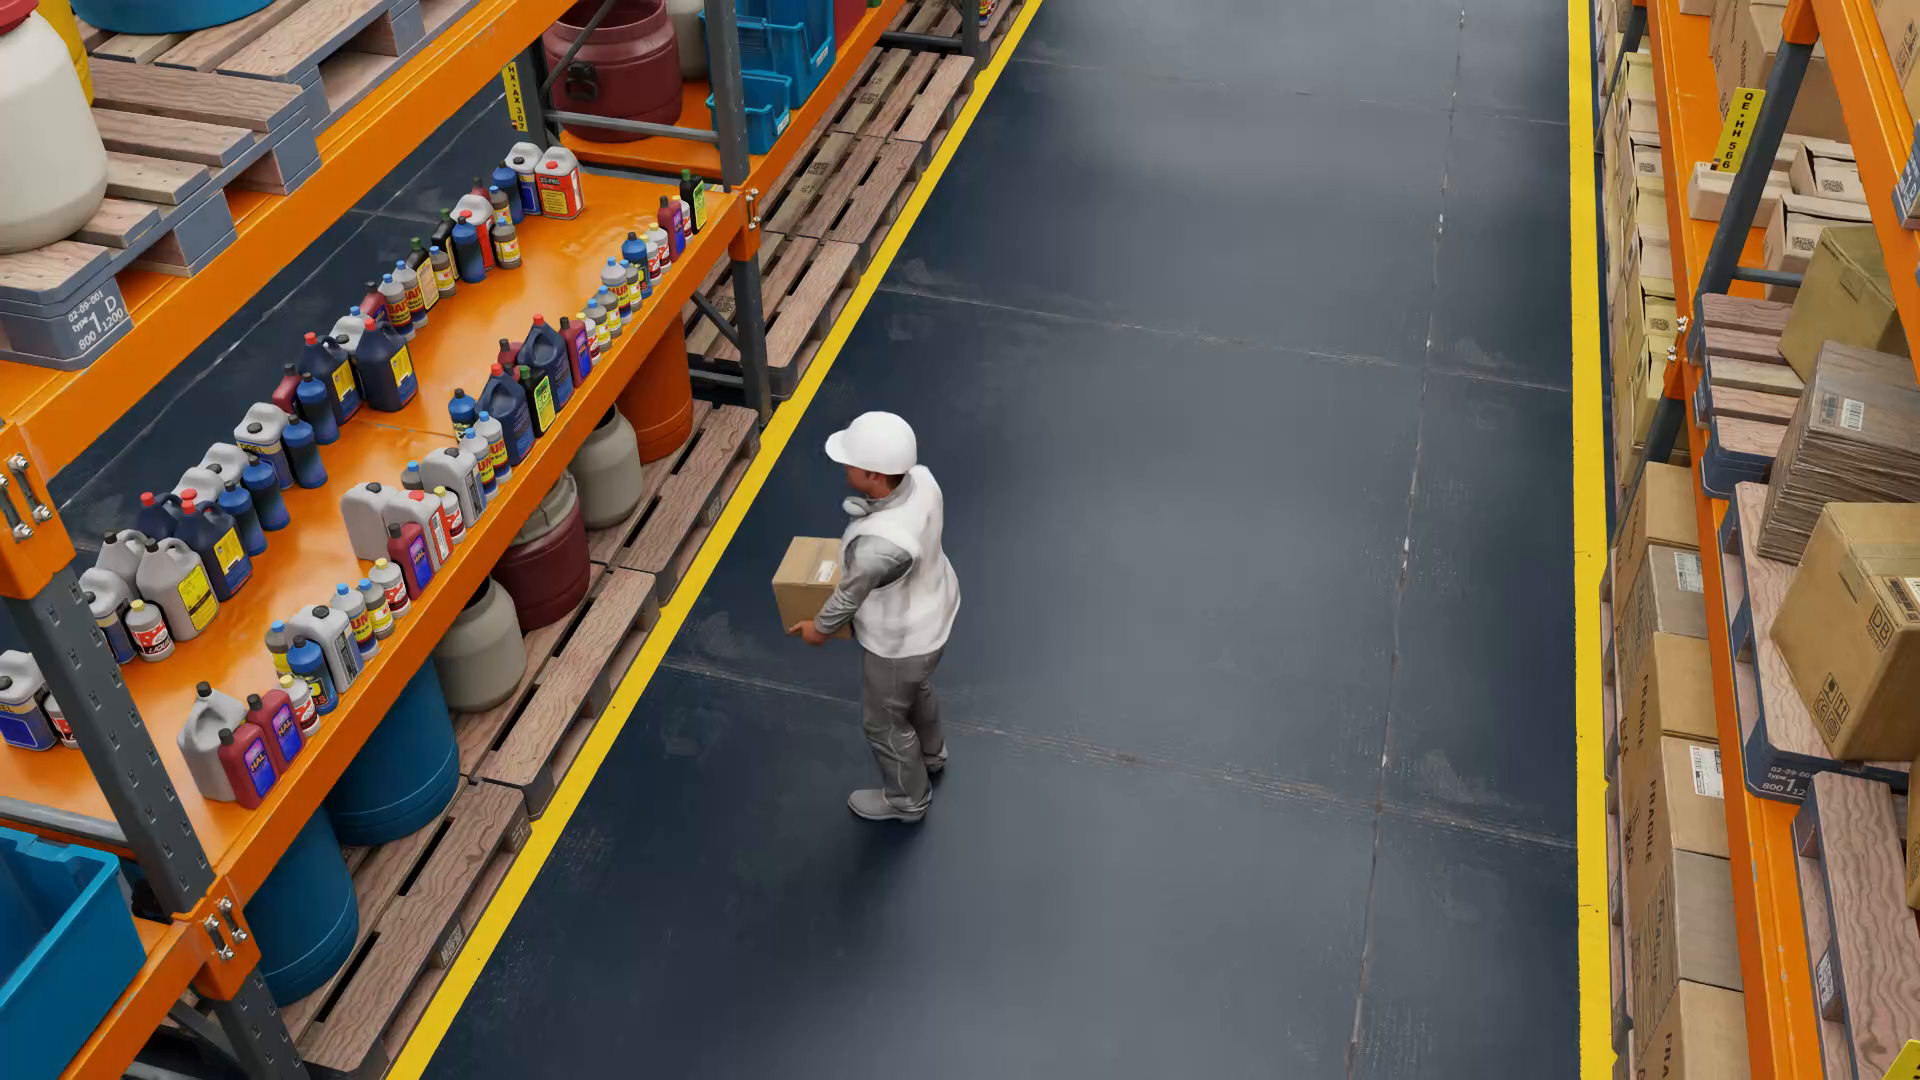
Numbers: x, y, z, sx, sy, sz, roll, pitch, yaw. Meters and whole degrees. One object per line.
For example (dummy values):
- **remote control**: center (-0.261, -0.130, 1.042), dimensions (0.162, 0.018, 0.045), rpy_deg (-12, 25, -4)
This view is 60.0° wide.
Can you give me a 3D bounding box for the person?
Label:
- **person**: center (-0.294, 0.274, 5.825), dimensions (0.563, 1.770, 0.493), rpy_deg (9, 42, 11)
